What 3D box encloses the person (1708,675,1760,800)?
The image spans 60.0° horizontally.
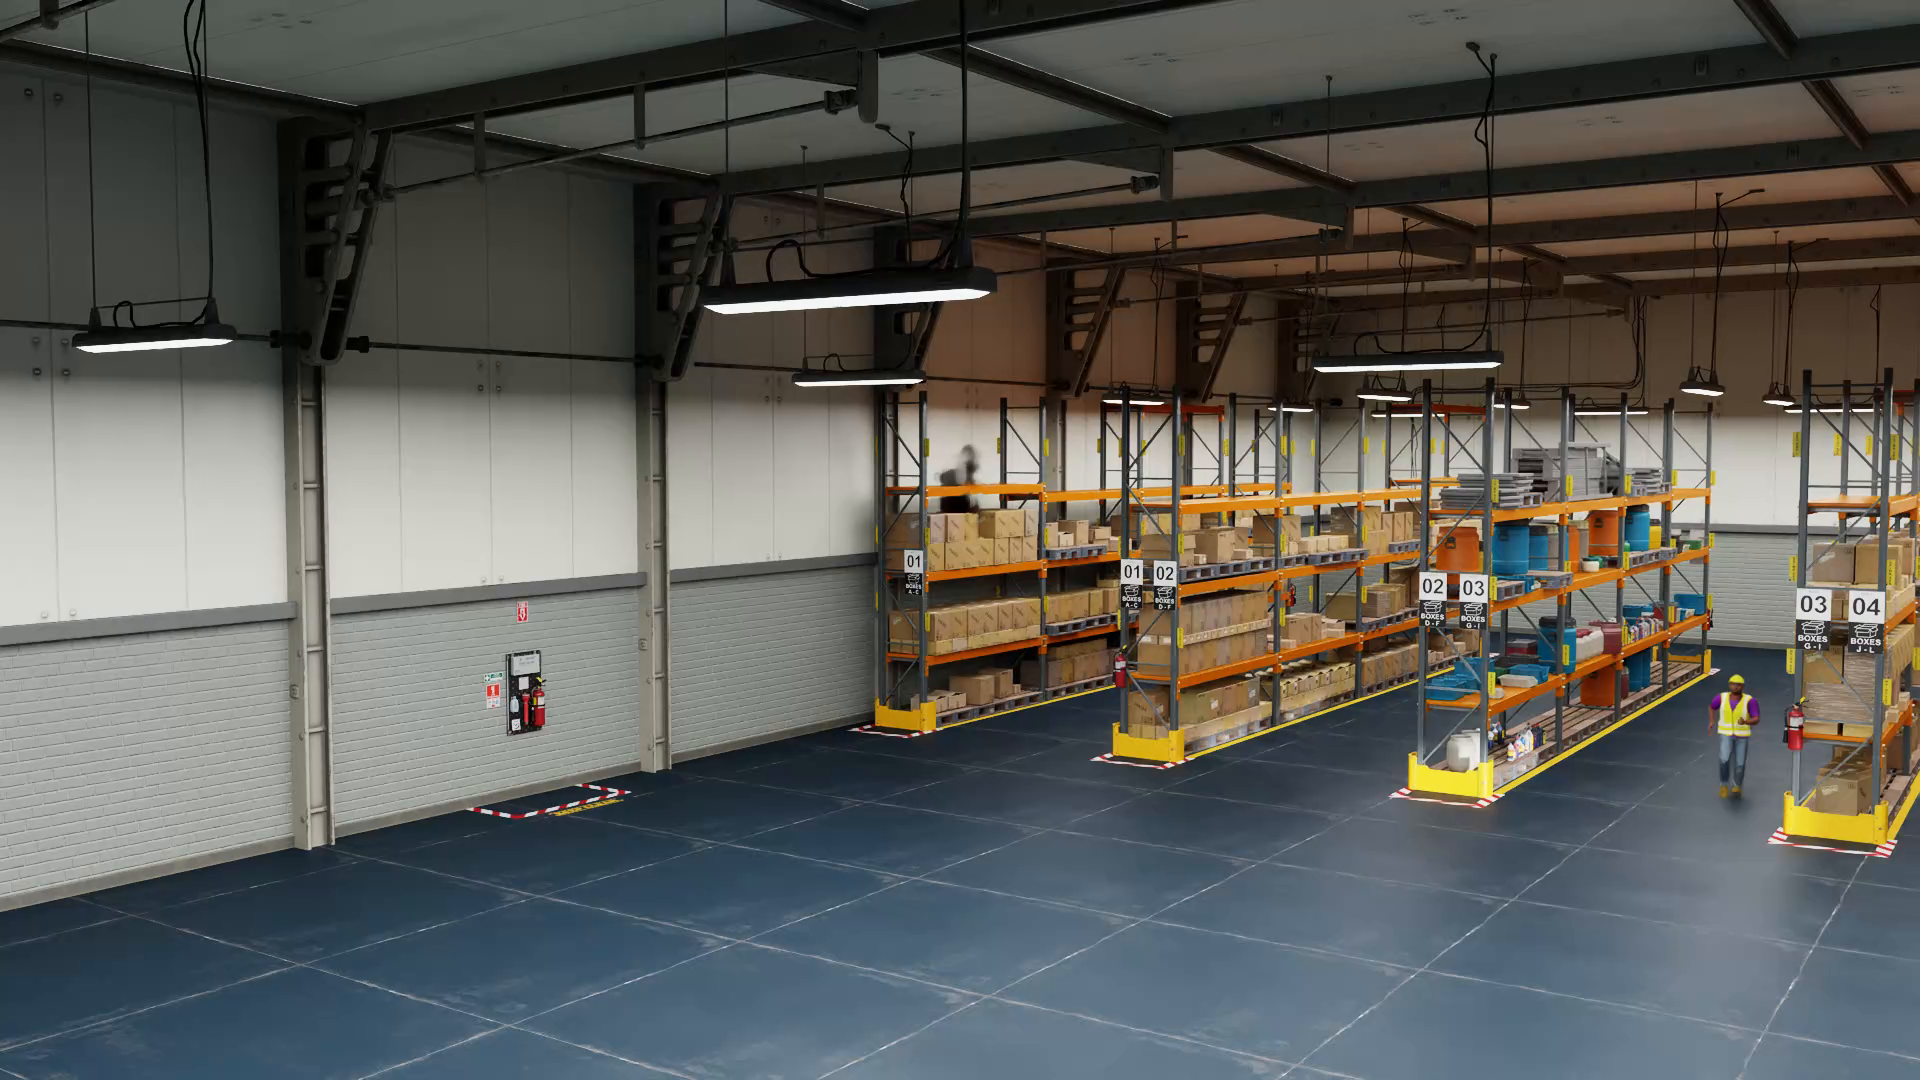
[{"bbox_3d":[11.019,2.809,23.690,0.672,1.785,0.720,2,4,26],"label":"person"}]
